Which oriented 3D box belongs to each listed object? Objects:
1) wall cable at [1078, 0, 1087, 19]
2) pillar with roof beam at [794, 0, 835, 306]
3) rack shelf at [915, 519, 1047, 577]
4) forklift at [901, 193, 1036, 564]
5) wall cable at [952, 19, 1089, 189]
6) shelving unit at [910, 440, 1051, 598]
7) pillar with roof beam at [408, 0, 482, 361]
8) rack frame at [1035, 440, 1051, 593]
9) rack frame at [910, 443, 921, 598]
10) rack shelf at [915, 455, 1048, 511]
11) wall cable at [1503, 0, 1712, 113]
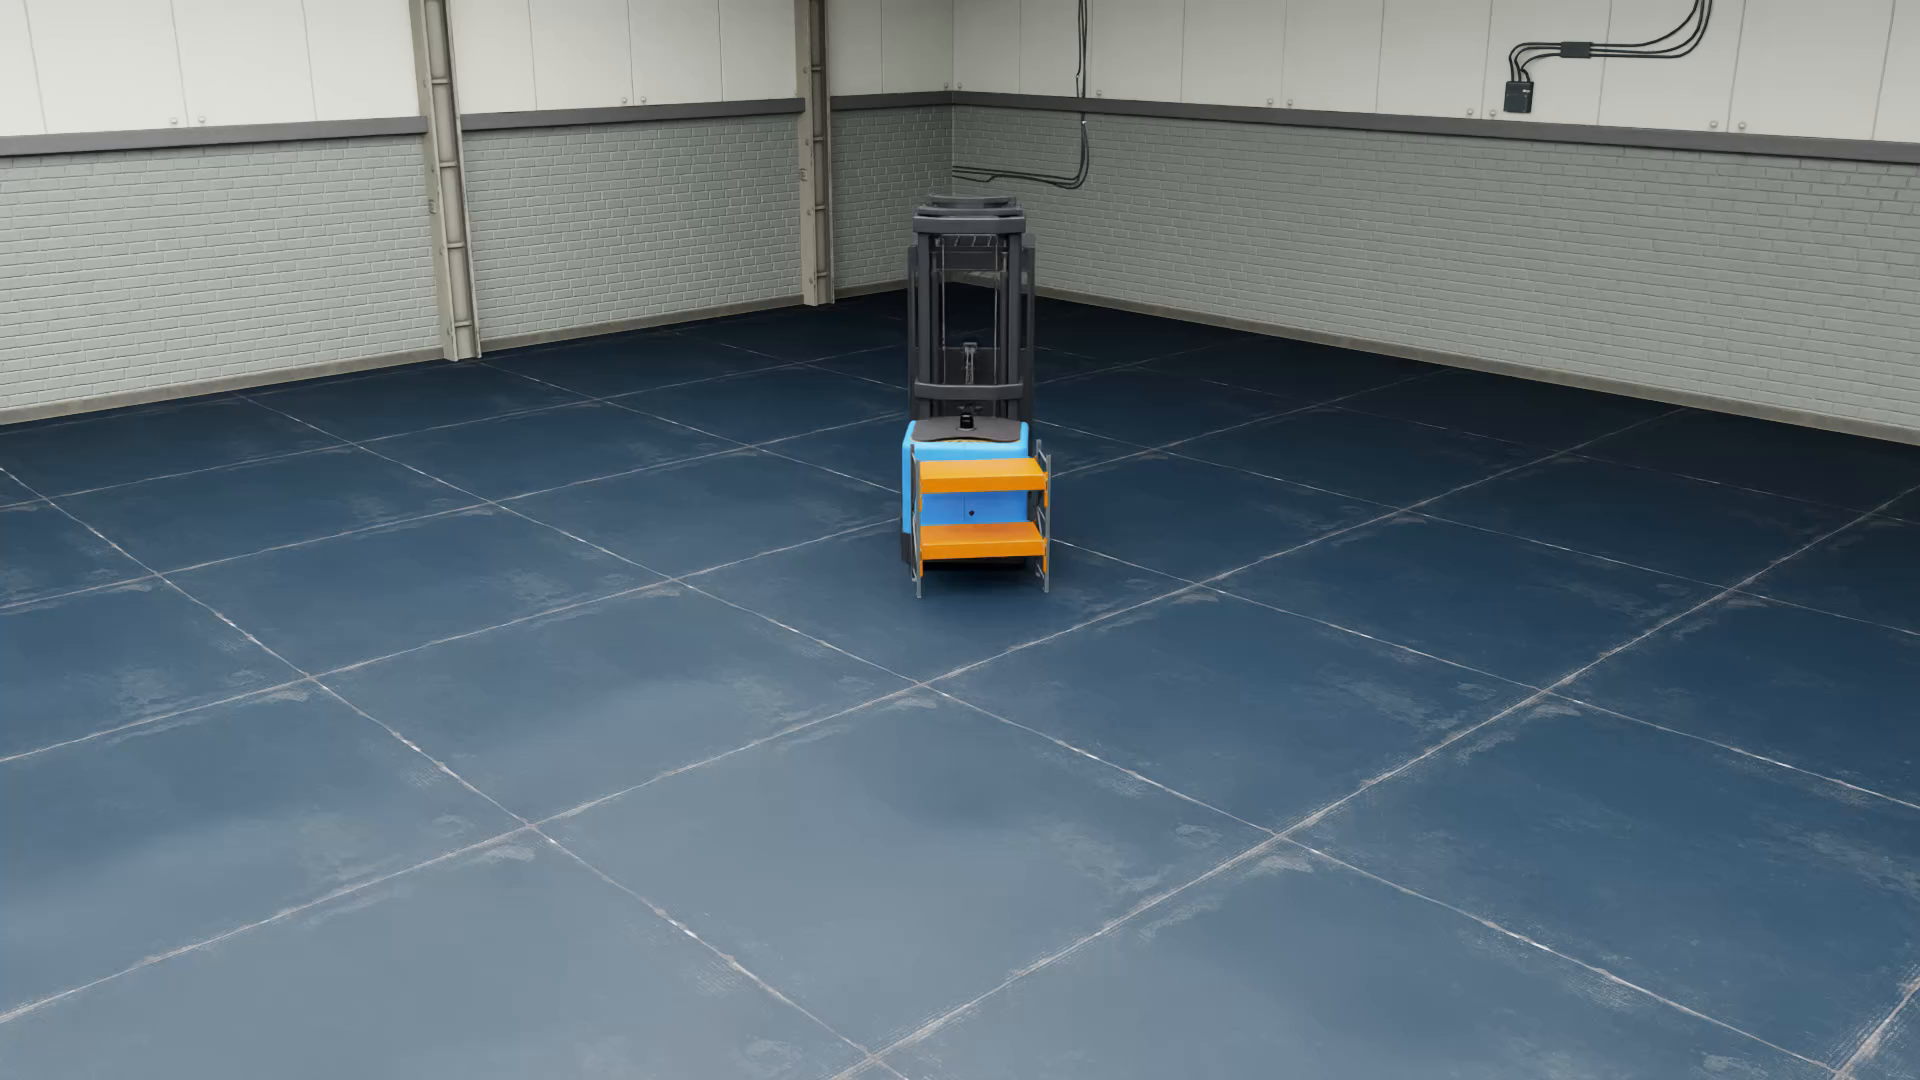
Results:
[{"bbox_3d":[2.715,-8.604,23.277,0.112,2.526,3.097,-16,24,-41],"label":"wall cable"},{"bbox_3d":[0.765,-6.992,21.460,0.400,9.000,9.100,-16,24,-41],"label":"pillar with roof beam"},{"bbox_3d":[0.154,0.059,13.270,1.000,0.278,0.538,-2,18,-6],"label":"rack shelf"},{"bbox_3d":[0.110,-1.604,14.679,1.130,2.935,3.031,1,18,3],"label":"forklift"},{"bbox_3d":[0.857,-6.808,25.925,0.112,2.526,3.097,-16,24,-41],"label":"wall cable"},{"bbox_3d":[0.154,-0.173,13.195,1.048,1.125,0.538,-2,18,-6],"label":"shelving unit"},{"bbox_3d":[-3.594,-5.721,17.538,0.400,9.000,9.100,-16,24,-41],"label":"pillar with roof beam"},{"bbox_3d":[0.658,-0.192,13.252,0.032,1.125,0.500,-2,18,-6],"label":"rack frame"},{"bbox_3d":[-0.351,-0.155,13.138,0.032,1.125,0.500,-2,18,-6],"label":"rack frame"},{"bbox_3d":[0.154,-0.452,13.105,1.000,0.278,0.538,-2,18,-6],"label":"rack shelf"},{"bbox_3d":[7.368,-7.772,18.350,0.169,6.003,2.305,-16,24,-41],"label":"wall cable"}]
